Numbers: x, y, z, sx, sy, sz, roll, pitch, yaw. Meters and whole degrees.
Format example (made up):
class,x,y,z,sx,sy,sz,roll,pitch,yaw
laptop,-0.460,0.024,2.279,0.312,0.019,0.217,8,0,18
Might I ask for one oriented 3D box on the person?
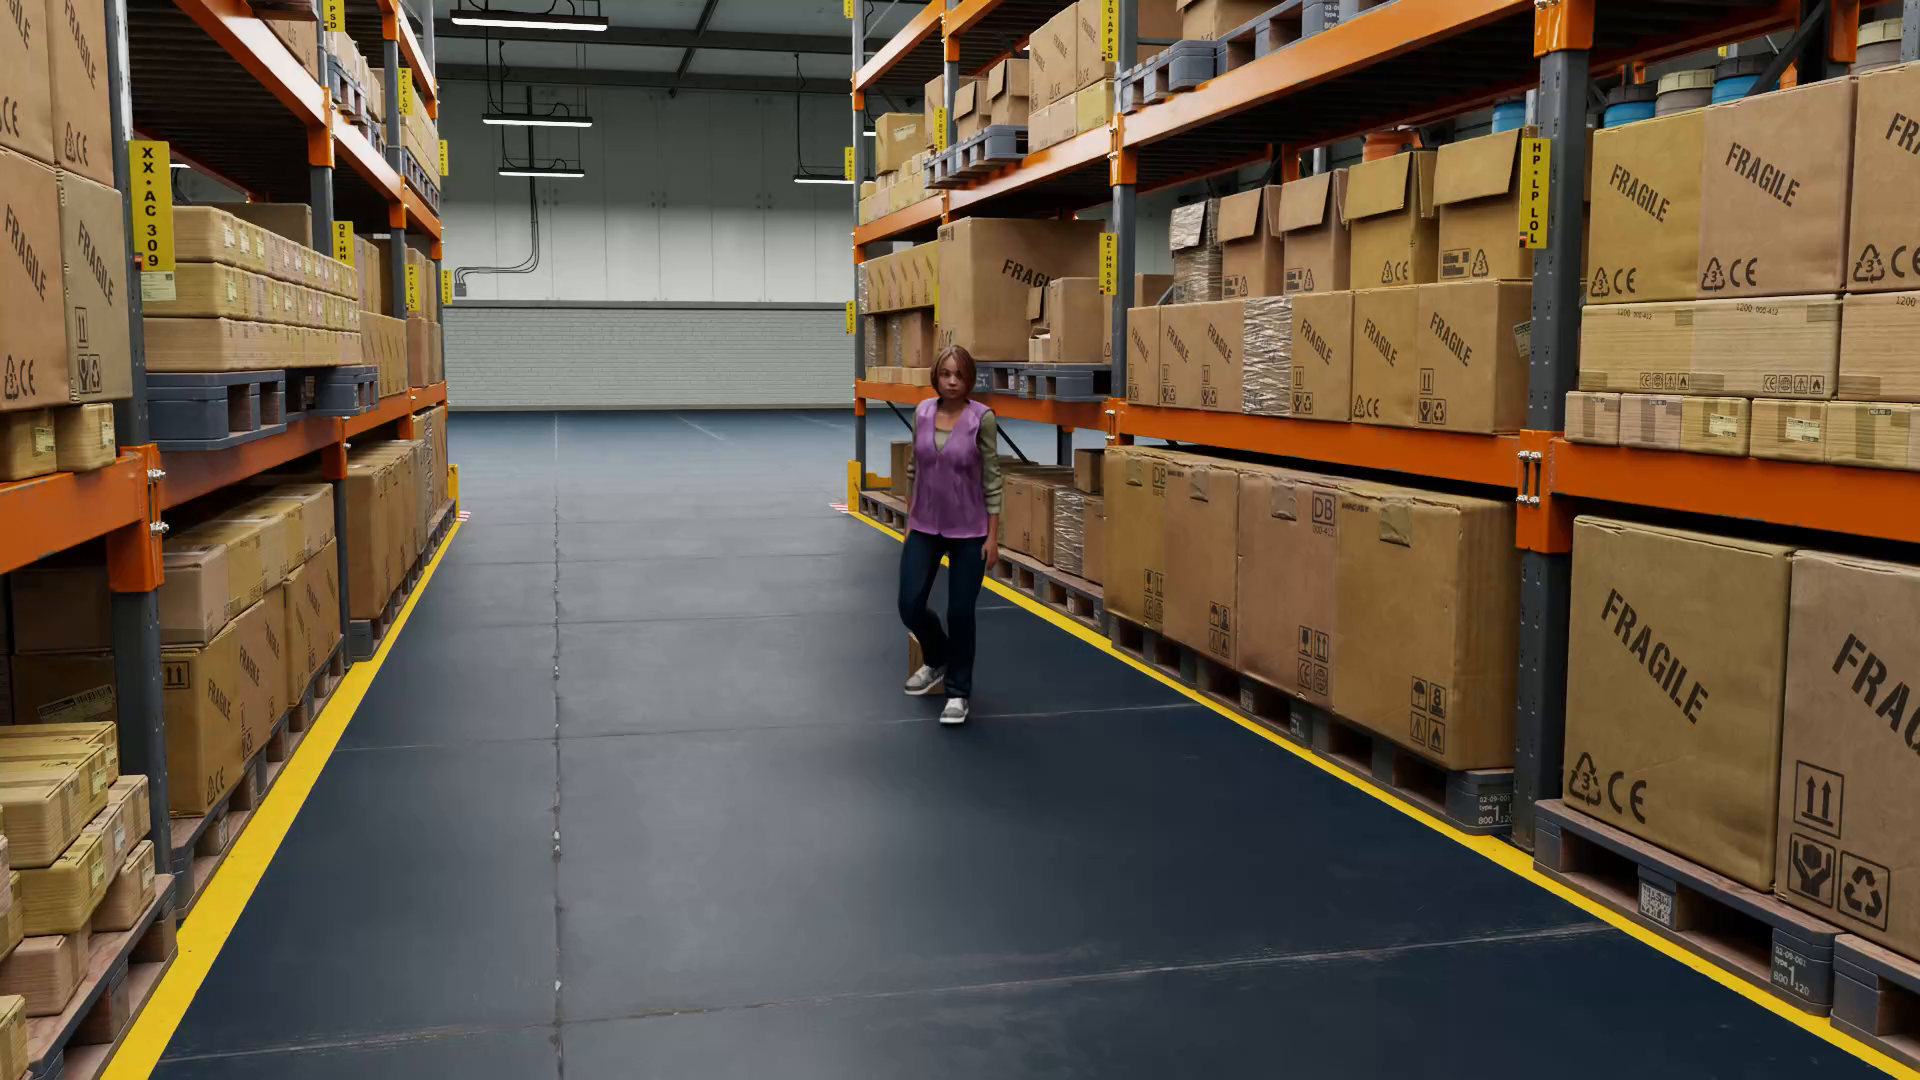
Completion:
class,x,y,z,sx,sy,sz,roll,pitch,yaw
person,-0.036,-0.022,6.993,0.472,1.589,0.456,2,7,17
